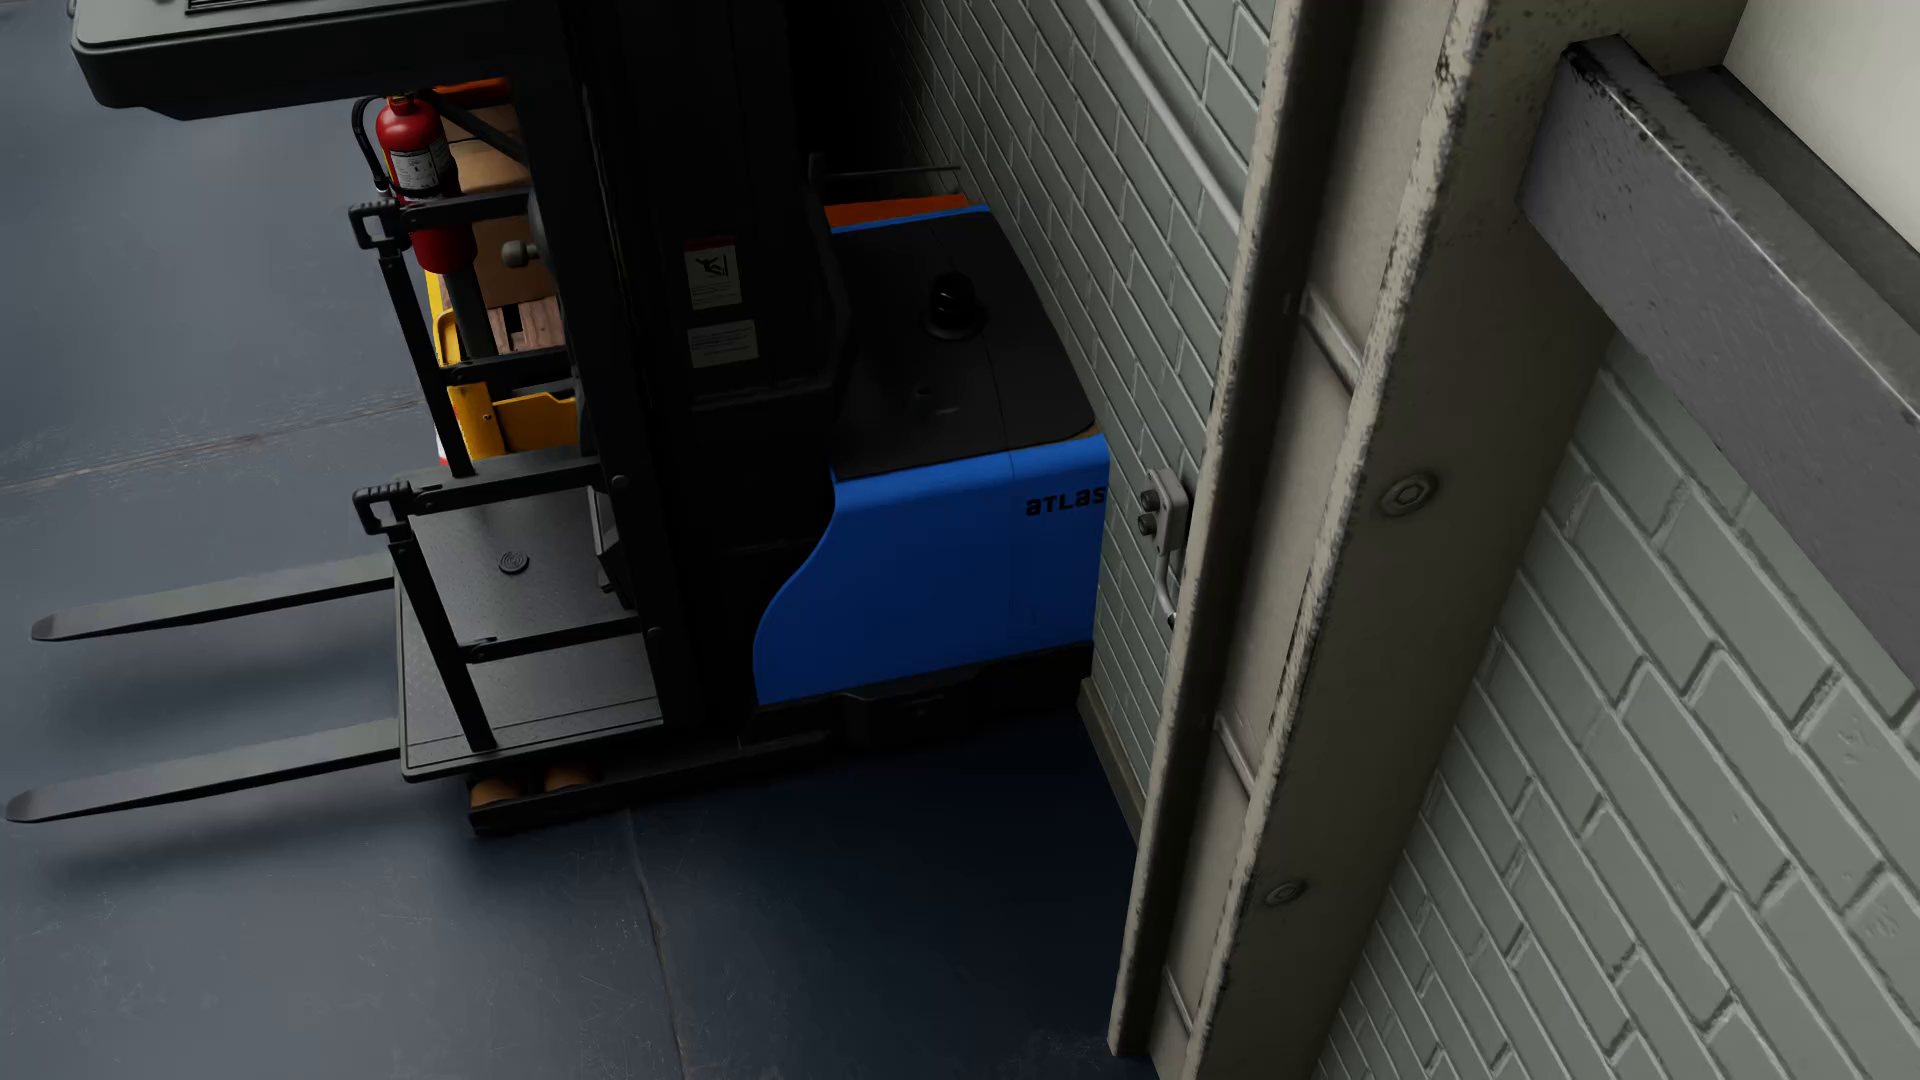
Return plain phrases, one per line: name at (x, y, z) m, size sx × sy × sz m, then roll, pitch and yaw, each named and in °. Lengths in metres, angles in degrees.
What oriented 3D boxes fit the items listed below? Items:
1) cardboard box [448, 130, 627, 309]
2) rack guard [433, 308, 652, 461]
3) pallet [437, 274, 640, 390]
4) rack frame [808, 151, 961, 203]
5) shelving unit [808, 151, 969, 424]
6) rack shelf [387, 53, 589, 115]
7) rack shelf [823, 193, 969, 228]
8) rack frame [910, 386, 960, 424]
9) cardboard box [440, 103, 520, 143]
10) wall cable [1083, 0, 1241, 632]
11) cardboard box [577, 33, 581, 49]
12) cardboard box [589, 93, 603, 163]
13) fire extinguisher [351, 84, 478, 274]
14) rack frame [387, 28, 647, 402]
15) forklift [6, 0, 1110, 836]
cardboard box at (-1.353, -1.199, 5.659) m, size 0.700 × 0.500 × 0.500 m, roll -13°, pitch 51°, yaw -11°
rack guard at (-1.044, -0.557, 5.393) m, size 1.175 × 0.500 × 0.348 m, roll -13°, pitch 51°, yaw -11°
pallet at (-1.362, -1.048, 5.995) m, size 1.003 × 0.211 × 1.213 m, roll -13°, pitch 51°, yaw -11°
rack frame at (-0.246, -0.724, 5.127) m, size 0.500 × 1.125 × 0.032 m, roll -9°, pitch 48°, yaw -17°
shelving unit at (-0.092, -0.364, 4.803) m, size 0.538 × 1.125 × 1.048 m, roll -9°, pitch 48°, yaw -17°
rack shelf at (-1.642, -2.609, 5.958) m, size 1.077 × 0.370 × 4.000 m, roll -13°, pitch 51°, yaw -11°
rack shelf at (-0.058, -0.566, 4.595) m, size 0.538 × 0.278 × 1.000 m, roll -9°, pitch 48°, yaw -17°
rack frame at (0.063, -0.003, 4.480) m, size 0.500 × 1.125 × 0.032 m, roll -9°, pitch 48°, yaw -17°
cardboard box at (-1.565, -1.460, 5.455) m, size 0.380 × 0.149 × 0.250 m, roll -14°, pitch 51°, yaw -11°
wall cable at (0.231, -0.986, 3.455) m, size 0.084 × 1.984 × 1.851 m, roll -13°, pitch 51°, yaw -11°
cardboard box at (-1.211, -1.847, 4.649) m, size 0.980 × 0.700 × 0.700 m, roll -11°, pitch 51°, yaw -9°
cardboard box at (-1.125, -1.362, 5.372) m, size 0.380 × 0.149 × 0.250 m, roll -13°, pitch 51°, yaw -11°
fire extinguisher at (-1.447, -1.021, 4.443) m, size 0.296 × 0.674 × 0.183 m, roll -13°, pitch 51°, yaw -11°
rack frame at (-1.051, -1.380, 4.452) m, size 1.000 × 3.000 × 0.127 m, roll -13°, pitch 51°, yaw -11°
forklift at (-1.102, -0.594, 3.834) m, size 3.031 × 2.935 × 1.130 m, roll -11°, pitch 51°, yaw -9°
